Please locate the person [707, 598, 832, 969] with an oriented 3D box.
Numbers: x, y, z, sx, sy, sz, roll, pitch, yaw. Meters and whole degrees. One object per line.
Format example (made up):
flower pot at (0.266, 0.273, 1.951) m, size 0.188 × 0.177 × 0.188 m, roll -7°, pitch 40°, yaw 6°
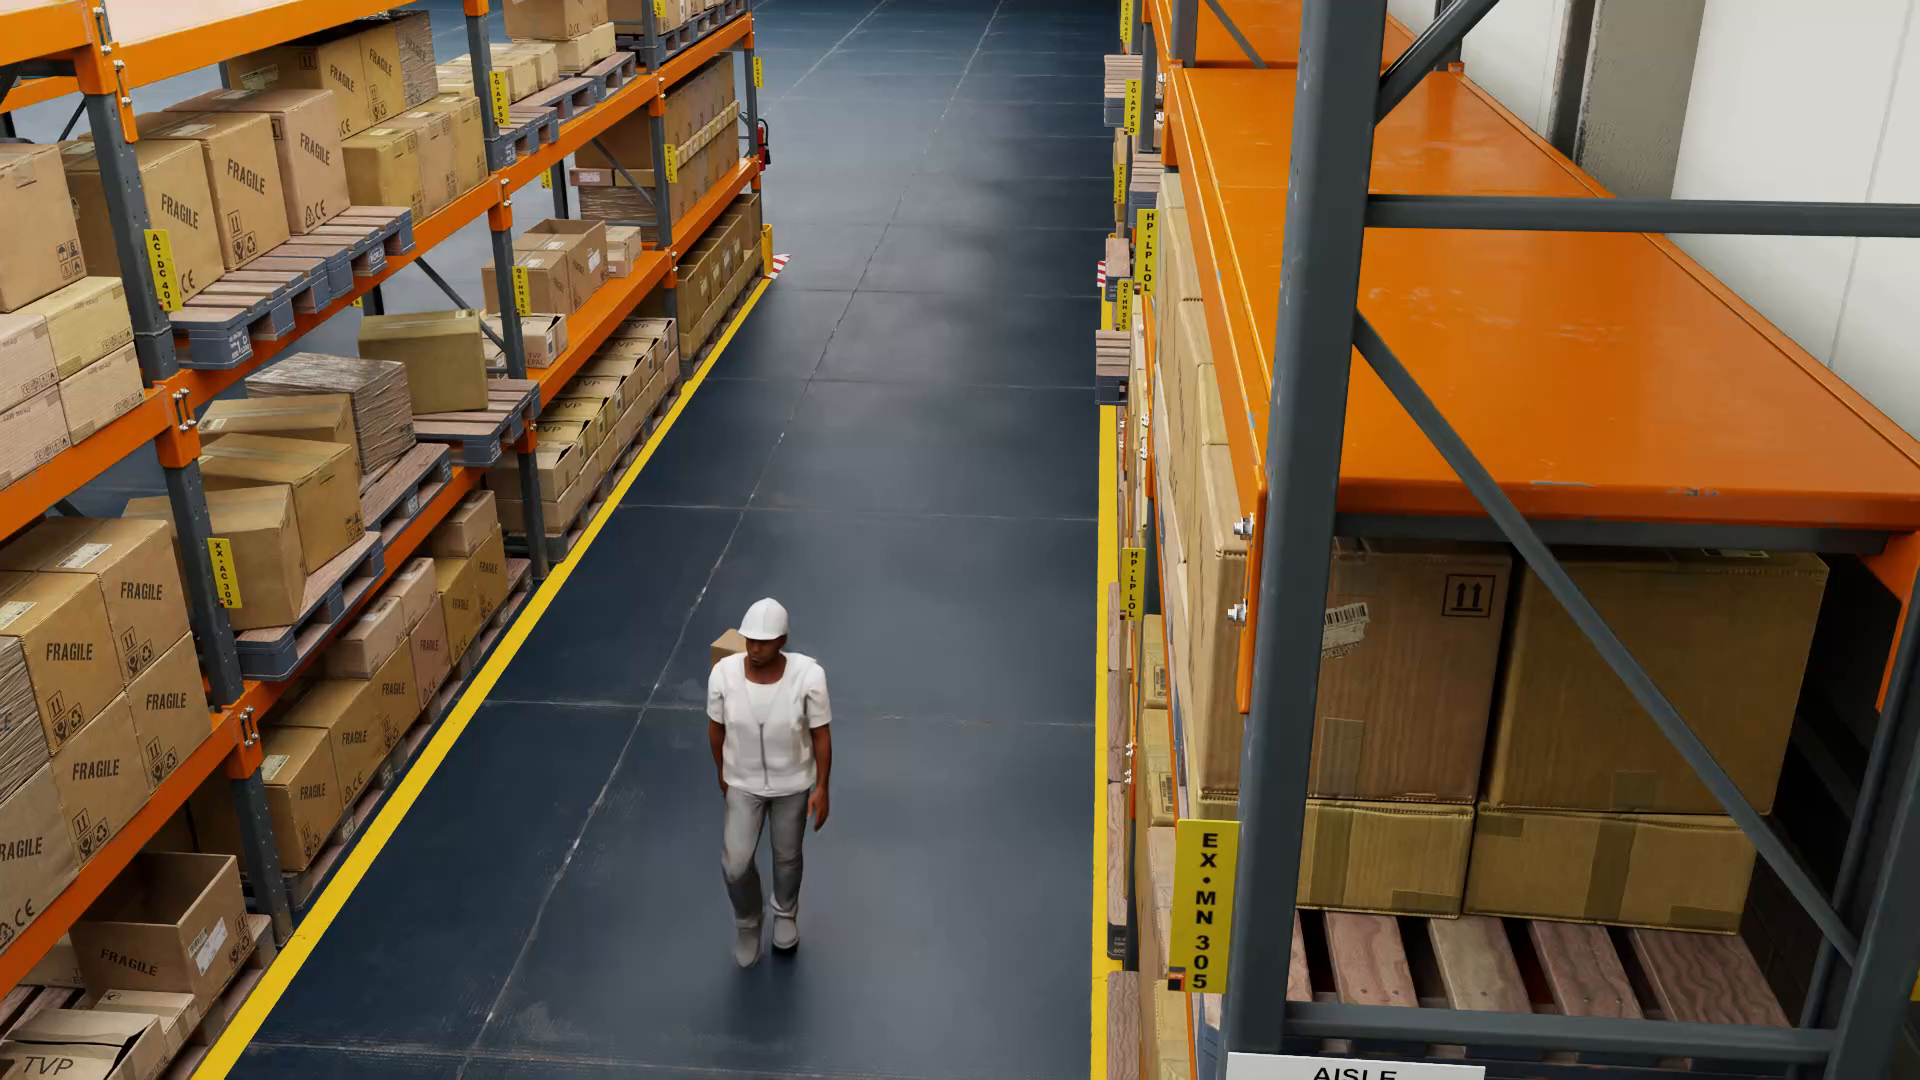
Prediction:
person at (-0.853, 1.124, 7.493) m, size 0.566 × 1.806 × 0.483 m, roll 0°, pitch 24°, yaw -1°
